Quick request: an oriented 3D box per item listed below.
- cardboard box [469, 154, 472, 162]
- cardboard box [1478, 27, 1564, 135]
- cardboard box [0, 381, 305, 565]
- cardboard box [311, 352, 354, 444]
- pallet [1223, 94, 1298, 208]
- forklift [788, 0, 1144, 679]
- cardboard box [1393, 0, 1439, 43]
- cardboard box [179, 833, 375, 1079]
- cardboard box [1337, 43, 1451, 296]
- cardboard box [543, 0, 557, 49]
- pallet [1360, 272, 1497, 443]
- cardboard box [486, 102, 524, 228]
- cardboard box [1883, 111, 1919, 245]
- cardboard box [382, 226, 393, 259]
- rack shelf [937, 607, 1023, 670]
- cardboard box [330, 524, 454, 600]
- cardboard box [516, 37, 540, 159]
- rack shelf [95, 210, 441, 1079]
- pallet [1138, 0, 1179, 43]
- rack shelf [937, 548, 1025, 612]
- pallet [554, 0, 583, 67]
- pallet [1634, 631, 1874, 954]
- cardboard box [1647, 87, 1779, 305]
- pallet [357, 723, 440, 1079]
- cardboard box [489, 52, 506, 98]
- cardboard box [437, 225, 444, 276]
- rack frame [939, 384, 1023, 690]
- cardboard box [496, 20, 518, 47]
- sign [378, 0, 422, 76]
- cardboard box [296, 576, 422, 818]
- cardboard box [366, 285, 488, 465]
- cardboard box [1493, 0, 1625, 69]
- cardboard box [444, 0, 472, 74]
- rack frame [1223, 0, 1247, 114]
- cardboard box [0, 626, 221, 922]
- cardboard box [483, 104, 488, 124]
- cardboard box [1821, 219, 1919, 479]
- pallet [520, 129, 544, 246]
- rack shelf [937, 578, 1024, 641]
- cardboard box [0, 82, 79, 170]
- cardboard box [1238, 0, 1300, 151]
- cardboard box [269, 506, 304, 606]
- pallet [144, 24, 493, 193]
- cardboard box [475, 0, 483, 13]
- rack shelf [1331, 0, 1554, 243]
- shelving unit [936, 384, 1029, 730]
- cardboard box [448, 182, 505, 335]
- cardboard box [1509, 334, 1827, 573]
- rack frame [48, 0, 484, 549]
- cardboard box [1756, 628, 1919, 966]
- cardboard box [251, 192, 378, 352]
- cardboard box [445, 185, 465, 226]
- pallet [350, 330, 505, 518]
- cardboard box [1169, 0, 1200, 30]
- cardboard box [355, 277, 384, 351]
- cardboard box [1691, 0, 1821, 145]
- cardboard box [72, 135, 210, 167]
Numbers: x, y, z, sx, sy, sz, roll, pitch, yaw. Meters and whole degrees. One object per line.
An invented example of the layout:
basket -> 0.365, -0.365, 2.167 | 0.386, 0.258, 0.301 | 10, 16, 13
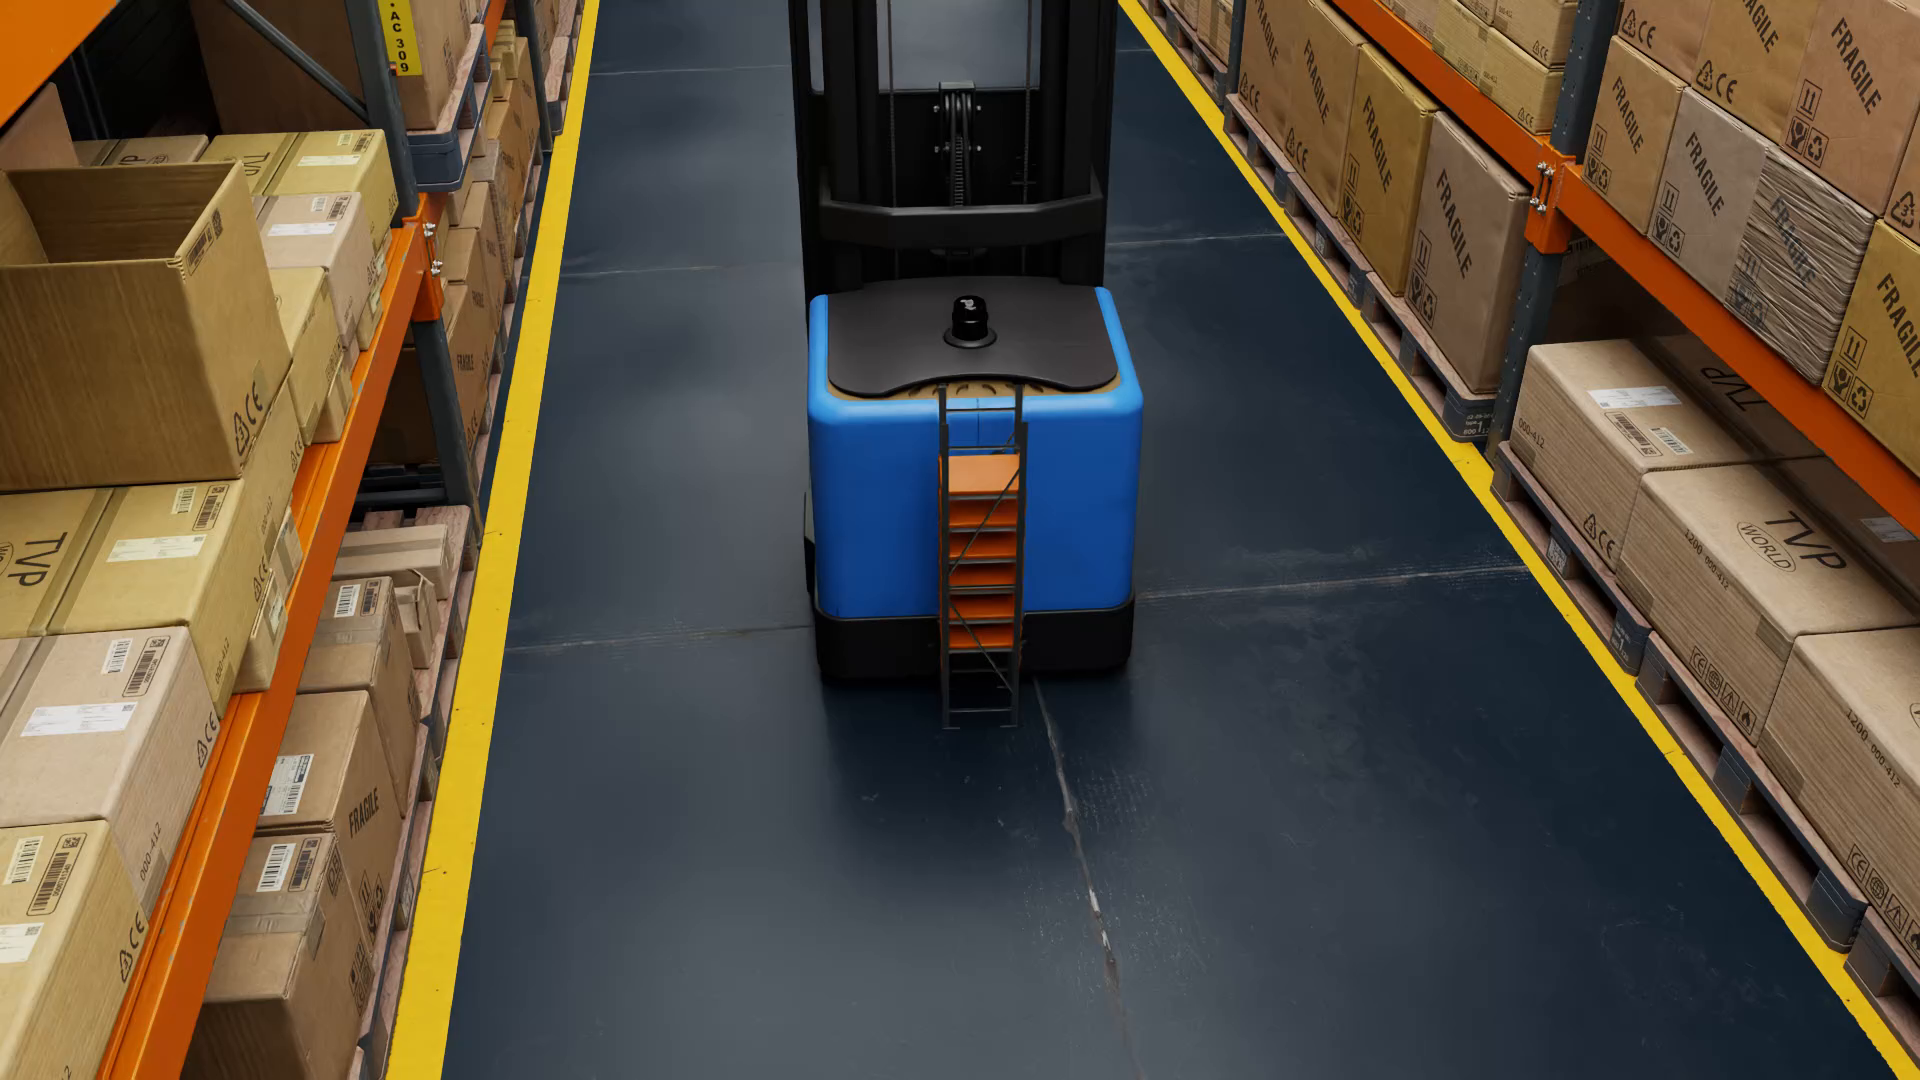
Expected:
cardboard box -> -2.378, -1.706, 7.360 | 0.380, 0.149, 0.250 | -4, 35, -6
cardboard box -> 2.317, -1.751, 6.290 | 0.500, 0.250, 0.500 | -5, 35, -8
cardboard box -> -1.776, -0.154, 3.682 | 0.500, 0.250, 0.500 | -5, 35, -8
cardboard box -> -1.812, -0.366, 4.346 | 0.380, 0.149, 0.250 | -5, 35, -7
pallet -> 2.121, -2.216, 9.315 | 1.003, 0.211, 1.213 | -4, 35, -6
forklift -> -0.039, -1.562, 5.940 | 1.130, 2.935, 3.031 | -2, 34, -3
cardboard box -> 2.201, -2.319, 7.122 | 0.500, 0.250, 0.500 | -5, 35, -8
cardboard box -> -1.818, 1.059, 3.879 | 0.700, 0.500, 0.500 | -3, 34, -4
cardboard box -> 2.335, -1.721, 7.626 | 0.875, 0.875, 0.875 | -3, 34, -5
cardboard box -> -2.995, -3.342, 10.226 | 0.875, 0.625, 0.625 | -3, 34, -5
pallet -> 2.449, -0.855, 7.317 | 1.003, 0.211, 1.213 | -4, 35, -6
cardboard box -> -2.429, -1.785, 8.053 | 0.500, 0.500, 0.500 | -3, 34, -4
cardboard box -> 2.636, -0.902, 3.933 | 0.500, 0.500, 0.500 | -5, 35, -7
cardboard box -> -1.998, -0.942, 5.191 | 0.380, 0.149, 0.250 | -4, 34, -6
rack shelf -> 0.061, 0.304, 5.230 | 0.258, 0.103, 0.180 | -2, 39, -2
cardboard box -> -1.925, 0.089, 5.614 | 0.380, 0.149, 0.250 | -5, 35, -8
cardboard box -> -2.559, -2.357, 8.892 | 0.500, 0.500, 0.500 | -3, 34, -5
rack shelf -> -2.022, 0.209, 3.918 | 1.077, 0.370, 4.000 | -4, 35, -6
pallet -> 1.825, -3.778, 11.606 | 1.003, 0.211, 1.213 | -4, 35, -6
rack shelf -> 0.062, 0.118, 5.078 | 0.258, 0.103, 0.180 | -2, 39, -2
pallet -> -3.062, -3.426, 11.089 | 1.003, 0.211, 1.213 | -4, 35, -6
pallet -> 2.819, 0.683, 5.061 | 1.003, 0.211, 1.213 | -4, 35, -6
cardboard box -> 2.494, -1.061, 5.054 | 0.500, 0.500, 0.500 | -4, 34, -6
pallet -> -2.032, 1.014, 4.575 | 1.003, 0.211, 1.213 | -4, 35, -6
cardboard box -> -2.452, -2.288, 8.215 | 0.380, 0.149, 0.250 | -5, 35, -8
cardboard box -> -2.235, -1.124, 6.507 | 0.380, 0.149, 0.250 | -6, 35, -9
rack frame -> 0.057, 0.026, 5.121 | 0.240, 1.200, 0.006 | -2, 39, -2
cardboard box -> -2.512, -2.589, 8.656 | 0.380, 0.149, 0.250 | -6, 35, -9
sign -> -1.754, -1.607, 5.176 | 0.100, 0.325, 0.005 | -4, 35, -6
cardboard box -> -1.957, 0.480, 4.729 | 0.700, 0.500, 0.500 | -6, 35, -8
cardboard box -> -2.133, -0.632, 6.360 | 0.500, 0.500, 0.500 | -3, 34, -4
cardboard box -> 2.327, -1.954, 6.144 | 0.500, 0.250, 0.500 | -4, 35, -6
cardboard box -> -2.204, -1.995, 6.052 | 0.700, 0.500, 0.500 | -4, 34, -6
rack frame -> 2.089, -3.814, 9.184 | 1.000, 3.000, 0.127 | -4, 35, -6
cardboard box -> -1.615, 0.412, 2.851 | 0.500, 0.250, 0.500 | -4, 34, -6
cardboard box -> -2.428, -1.998, 7.790 | 0.380, 0.149, 0.250 | -5, 35, -7
cardboard box -> 2.624, -0.495, 4.224 | 0.500, 0.500, 0.500 | -3, 34, -5
pallet -> -2.766, -1.865, 8.799 | 1.003, 0.211, 1.213 | -4, 35, -6
rack shelf -> 0.061, 0.211, 5.154 | 0.258, 0.103, 0.180 | -2, 39, -2
cardboard box -> -2.354, -0.724, 3.852 | 0.500, 0.500, 0.500 | -5, 35, -8
cardboard box -> 2.100, -2.718, 9.089 | 0.875, 0.875, 0.875 | -5, 35, -7
cardboard box -> -1.705, 0.059, 3.722 | 0.380, 0.149, 0.250 | -4, 34, -5
pallet -> -2.290, -1.579, 6.074 | 1.003, 0.211, 1.213 | -4, 35, -6
cardboard box -> -2.310, -2.433, 6.695 | 0.700, 0.500, 0.500 | -5, 35, -7
rack shelf -> 2.358, -2.401, 7.748 | 1.077, 0.370, 4.000 | -4, 35, -6
shelving unit -> 0.062, 0.084, 5.050 | 0.258, 1.200, 0.189 | -2, 39, -2
cardboard box -> -2.277, -1.207, 7.204 | 0.500, 0.500, 0.500 | -5, 35, -8
cardboard box -> 2.605, -0.339, 5.985 | 0.875, 0.438, 0.875 | -5, 35, -7
rack frame -> -2.291, -1.204, 5.353 | 1.000, 3.000, 0.127 | -4, 35, -6
cardboard box -> 2.846, 0.664, 4.514 | 0.875, 0.438, 0.875 | -3, 34, -5
cardboard box -> -1.899, -0.721, 4.513 | 0.500, 0.250, 0.500 | -4, 35, -6
cardboard box -> -2.282, -1.418, 6.939 | 0.380, 0.149, 0.250 | -4, 35, -6
pallet -> -2.438, -0.503, 6.801 | 1.003, 0.211, 1.213 | -4, 35, -6
cardboard box -> 1.916, -3.629, 10.872 | 0.950, 0.372, 0.625 | -5, 35, -7
cardboard box -> -1.882, -0.655, 4.770 | 0.380, 0.149, 0.250 | -4, 34, -5
cardboard box -> 2.513, -1.470, 4.767 | 0.500, 0.500, 0.500 | -5, 35, -7
cardboard box -> -2.492, -0.968, 4.876 | 0.500, 0.250, 0.500 | -5, 35, -7
